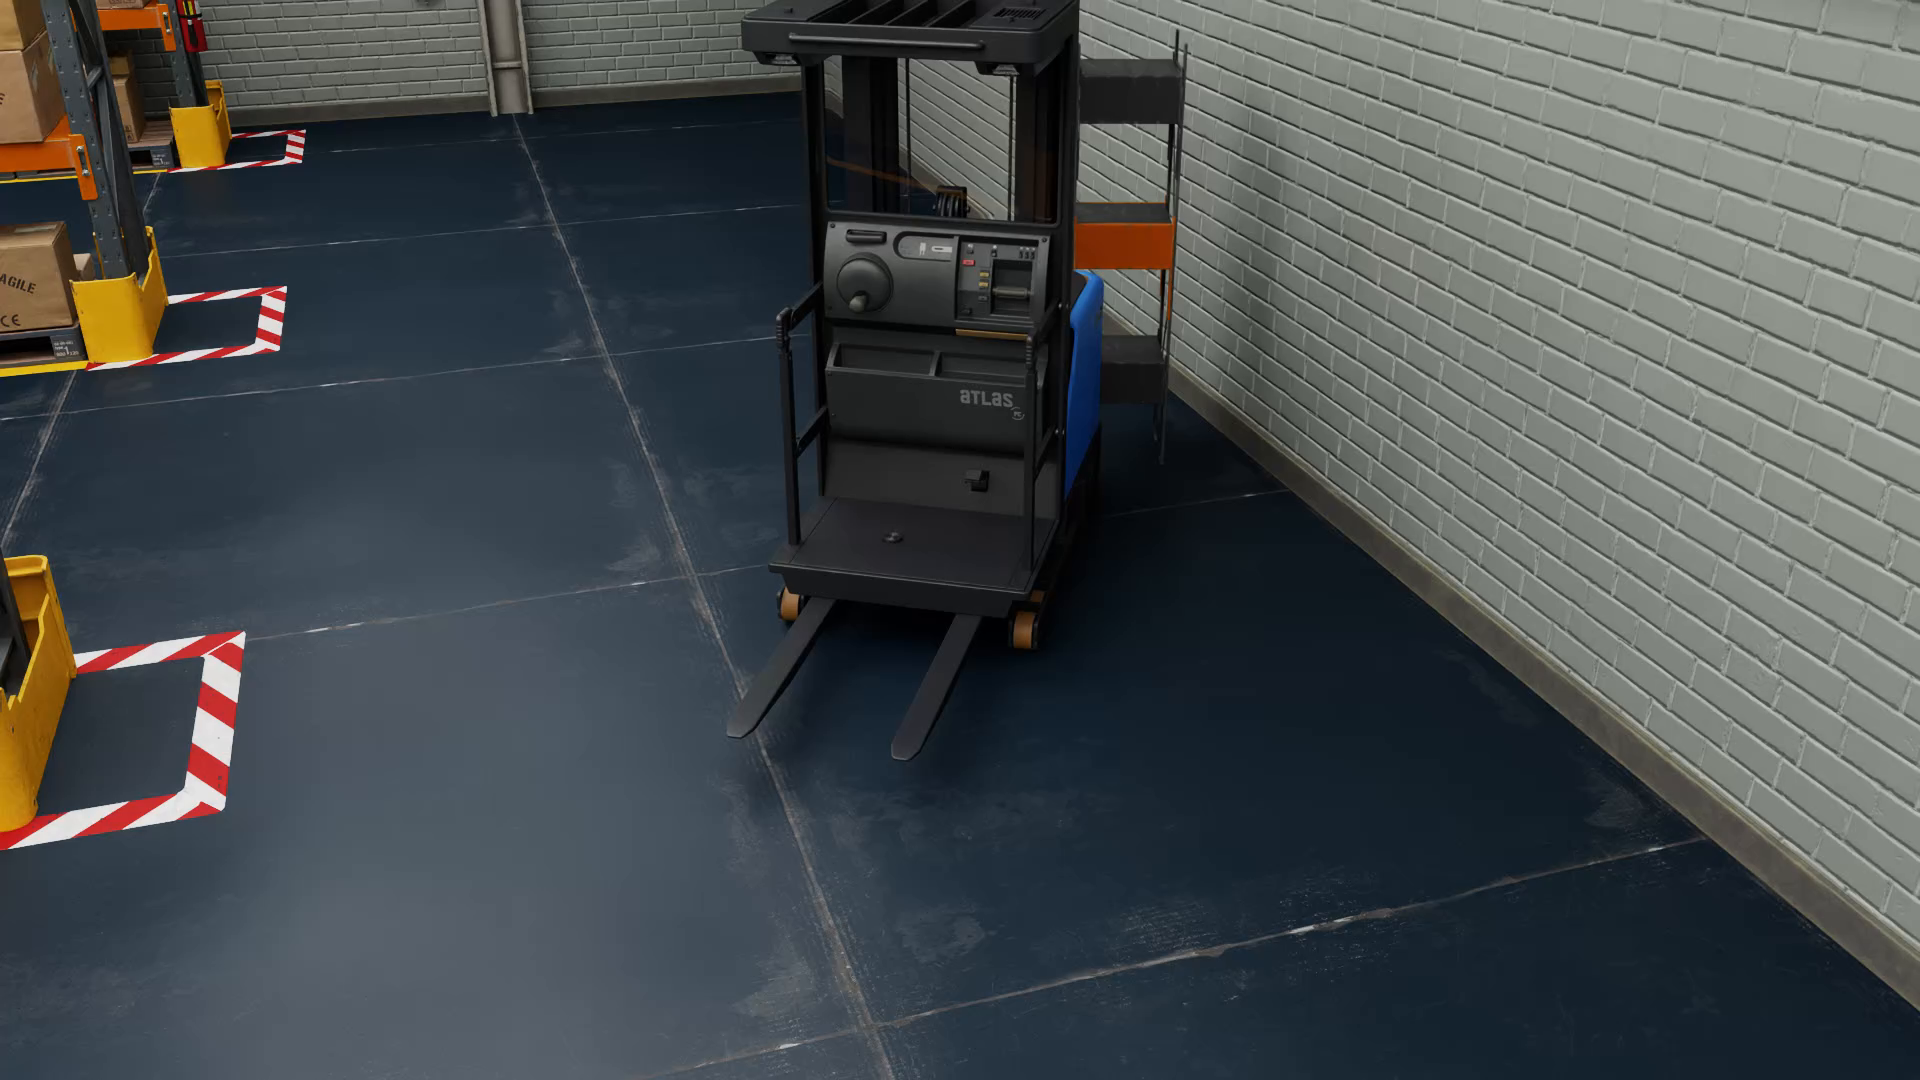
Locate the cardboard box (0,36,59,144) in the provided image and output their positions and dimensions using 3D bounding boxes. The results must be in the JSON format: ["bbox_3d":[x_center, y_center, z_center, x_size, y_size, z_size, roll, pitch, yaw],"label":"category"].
[{"bbox_3d":[-5.444,-2.528,9.356,0.500,0.500,0.500,-7,27,-15],"label":"cardboard box"}]

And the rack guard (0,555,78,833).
[{"bbox_3d":[-3.553,0.546,6.088,0.348,0.500,1.175,-8,28,-16],"label":"rack guard"}]

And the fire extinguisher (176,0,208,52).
[{"bbox_3d":[-6.354,-4.378,13.701,0.183,0.674,0.296,-8,28,-16],"label":"fire extinguisher"}]

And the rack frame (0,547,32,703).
[{"bbox_3d":[-3.572,-0.565,5.515,0.127,3.000,1.000,-8,28,-16],"label":"rack frame"}]

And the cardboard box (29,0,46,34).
[{"bbox_3d":[-5.606,-3.203,9.591,0.500,0.500,0.500,-7,27,-15],"label":"cardboard box"}]

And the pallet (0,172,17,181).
[{"bbox_3d":[-8.534,-3.195,13.949,1.213,0.211,1.003,-8,28,-16],"label":"pallet"}]

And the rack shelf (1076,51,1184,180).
[{"bbox_3d":[0.792,-2.029,7.932,0.480,0.518,0.431,0,26,1],"label":"rack shelf"}]

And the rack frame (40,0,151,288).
[{"bbox_3d":[-5.103,-2.660,9.734,0.127,3.000,1.000,-8,28,-16],"label":"rack frame"}]

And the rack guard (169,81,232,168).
[{"bbox_3d":[-6.617,-3.638,14.515,0.348,0.500,1.175,-8,28,-16],"label":"rack guard"}]

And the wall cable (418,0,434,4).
[{"bbox_3d":[-5.716,-5.785,14.887,1.851,1.984,0.084,-8,28,-16],"label":"wall cable"}]

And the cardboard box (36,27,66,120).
[{"bbox_3d":[-5.606,-2.755,9.814,0.500,0.500,0.500,-8,27,-15],"label":"cardboard box"}]

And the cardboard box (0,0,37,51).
[{"bbox_3d":[-5.441,-2.975,9.132,0.500,0.500,0.500,-8,28,-17],"label":"cardboard box"}]

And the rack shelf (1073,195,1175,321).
[{"bbox_3d":[0.792,-1.402,8.243,0.480,0.518,0.431,0,26,1],"label":"rack shelf"}]

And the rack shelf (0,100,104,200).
[{"bbox_3d":[-7.004,-2.062,9.340,4.000,0.370,1.077,-8,28,-16],"label":"rack shelf"}]

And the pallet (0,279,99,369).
[{"bbox_3d":[-5.933,-1.290,10.112,1.213,0.211,1.003,-8,28,-16],"label":"pallet"}]

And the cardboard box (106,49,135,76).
[{"bbox_3d":[-7.218,-4.076,14.196,0.250,0.149,0.380,-8,28,-16],"label":"cardboard box"}]

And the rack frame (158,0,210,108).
[{"bbox_3d":[-6.640,-4.754,13.952,0.127,3.000,1.000,-8,28,-16],"label":"rack frame"}]

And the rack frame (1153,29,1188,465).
[{"bbox_3d":[1.036,-1.413,8.234,0.015,2.100,0.400,0,26,1],"label":"rack frame"}]

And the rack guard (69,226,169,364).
[{"bbox_3d":[-5.175,-1.530,10.269,0.348,0.500,1.175,-8,28,-16],"label":"rack guard"}]

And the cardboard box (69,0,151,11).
[{"bbox_3d":[-7.122,-4.814,13.736,0.700,0.700,0.980,-7,27,-14],"label":"cardboard box"}]

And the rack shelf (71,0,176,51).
[{"bbox_3d":[-8.542,-4.156,13.558,4.000,0.370,1.077,-8,28,-16],"label":"rack shelf"}]

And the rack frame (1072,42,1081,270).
[{"bbox_3d":[0.548,-1.415,8.240,0.015,2.100,0.400,0,26,1],"label":"rack frame"}]

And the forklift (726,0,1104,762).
[{"bbox_3d":[-0.146,-1.044,6.556,1.130,2.935,3.031,6,27,12],"label":"forklift"}]

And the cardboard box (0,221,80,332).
[{"bbox_3d":[-5.543,-1.558,9.832,0.500,0.500,0.500,-8,28,-16],"label":"cardboard box"}]

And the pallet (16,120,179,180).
[{"bbox_3d":[-7.376,-3.362,14.284,1.213,0.211,1.003,-8,28,-16],"label":"pallet"}]

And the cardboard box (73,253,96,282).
[{"bbox_3d":[-5.607,-1.668,10.447,0.250,0.149,0.380,-8,28,-16],"label":"cardboard box"}]

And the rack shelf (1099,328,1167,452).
[{"bbox_3d":[0.792,-0.775,8.554,0.480,0.518,0.431,0,26,1],"label":"rack shelf"}]

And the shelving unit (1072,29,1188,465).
[{"bbox_3d":[0.792,-1.414,8.237,0.503,2.100,0.431,0,26,1],"label":"shelving unit"}]

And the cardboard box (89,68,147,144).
[{"bbox_3d":[-7.275,-3.684,14.135,0.500,0.500,0.700,-8,28,-16],"label":"cardboard box"}]

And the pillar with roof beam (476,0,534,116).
[{"bbox_3d":[-3.008,-6.358,10.437,0.400,9.000,9.100,-8,28,-16],"label":"pillar with roof beam"}]

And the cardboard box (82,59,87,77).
[{"bbox_3d":[-7.340,-3.879,13.800,0.250,0.149,0.380,-9,28,-17],"label":"cardboard box"}]
